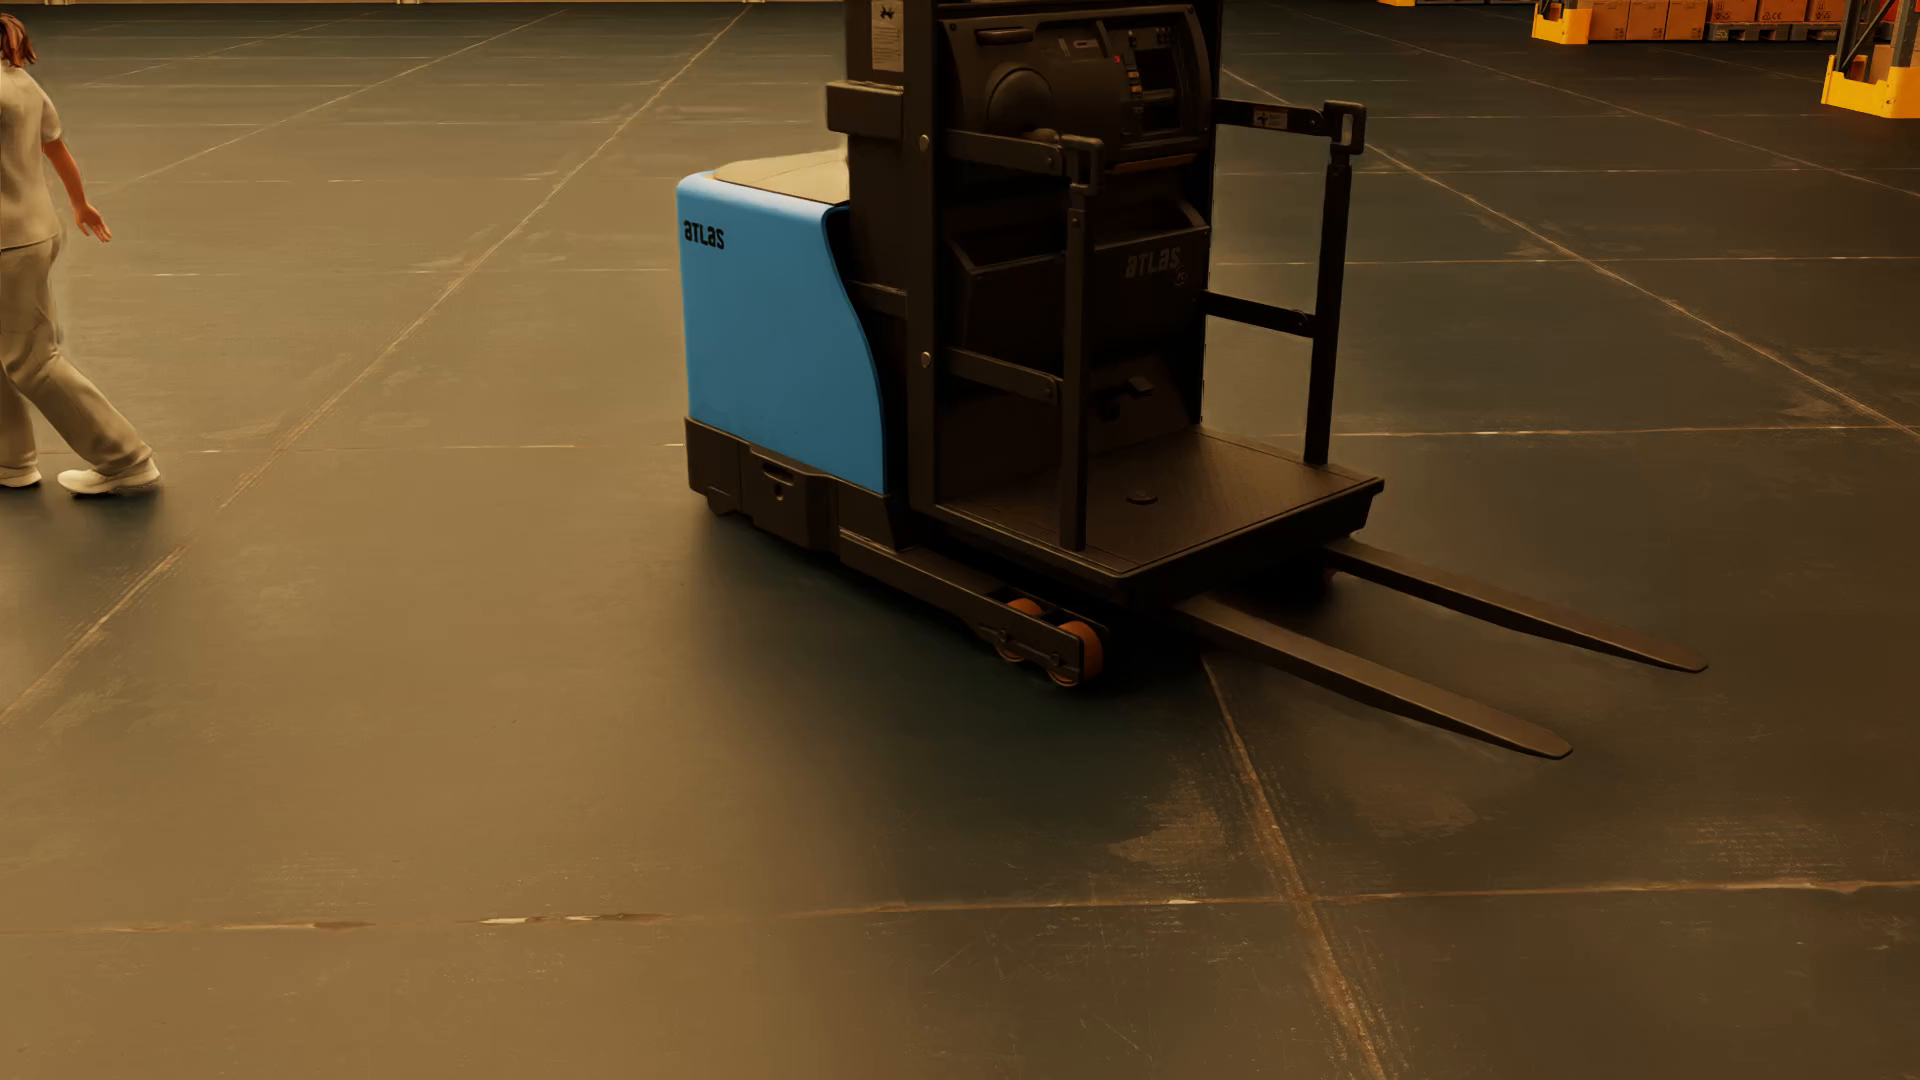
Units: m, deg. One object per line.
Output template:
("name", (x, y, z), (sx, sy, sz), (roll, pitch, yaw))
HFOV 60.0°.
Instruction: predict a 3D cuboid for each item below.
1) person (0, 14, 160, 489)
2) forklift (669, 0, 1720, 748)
("person", (-3.078, -0.942, 5.328), (0.734, 1.658, 0.847), (-6, 22, -15))
("forklift", (0.489, -1.208, 4.238), (1.130, 2.935, 3.031), (-20, 29, -41))
